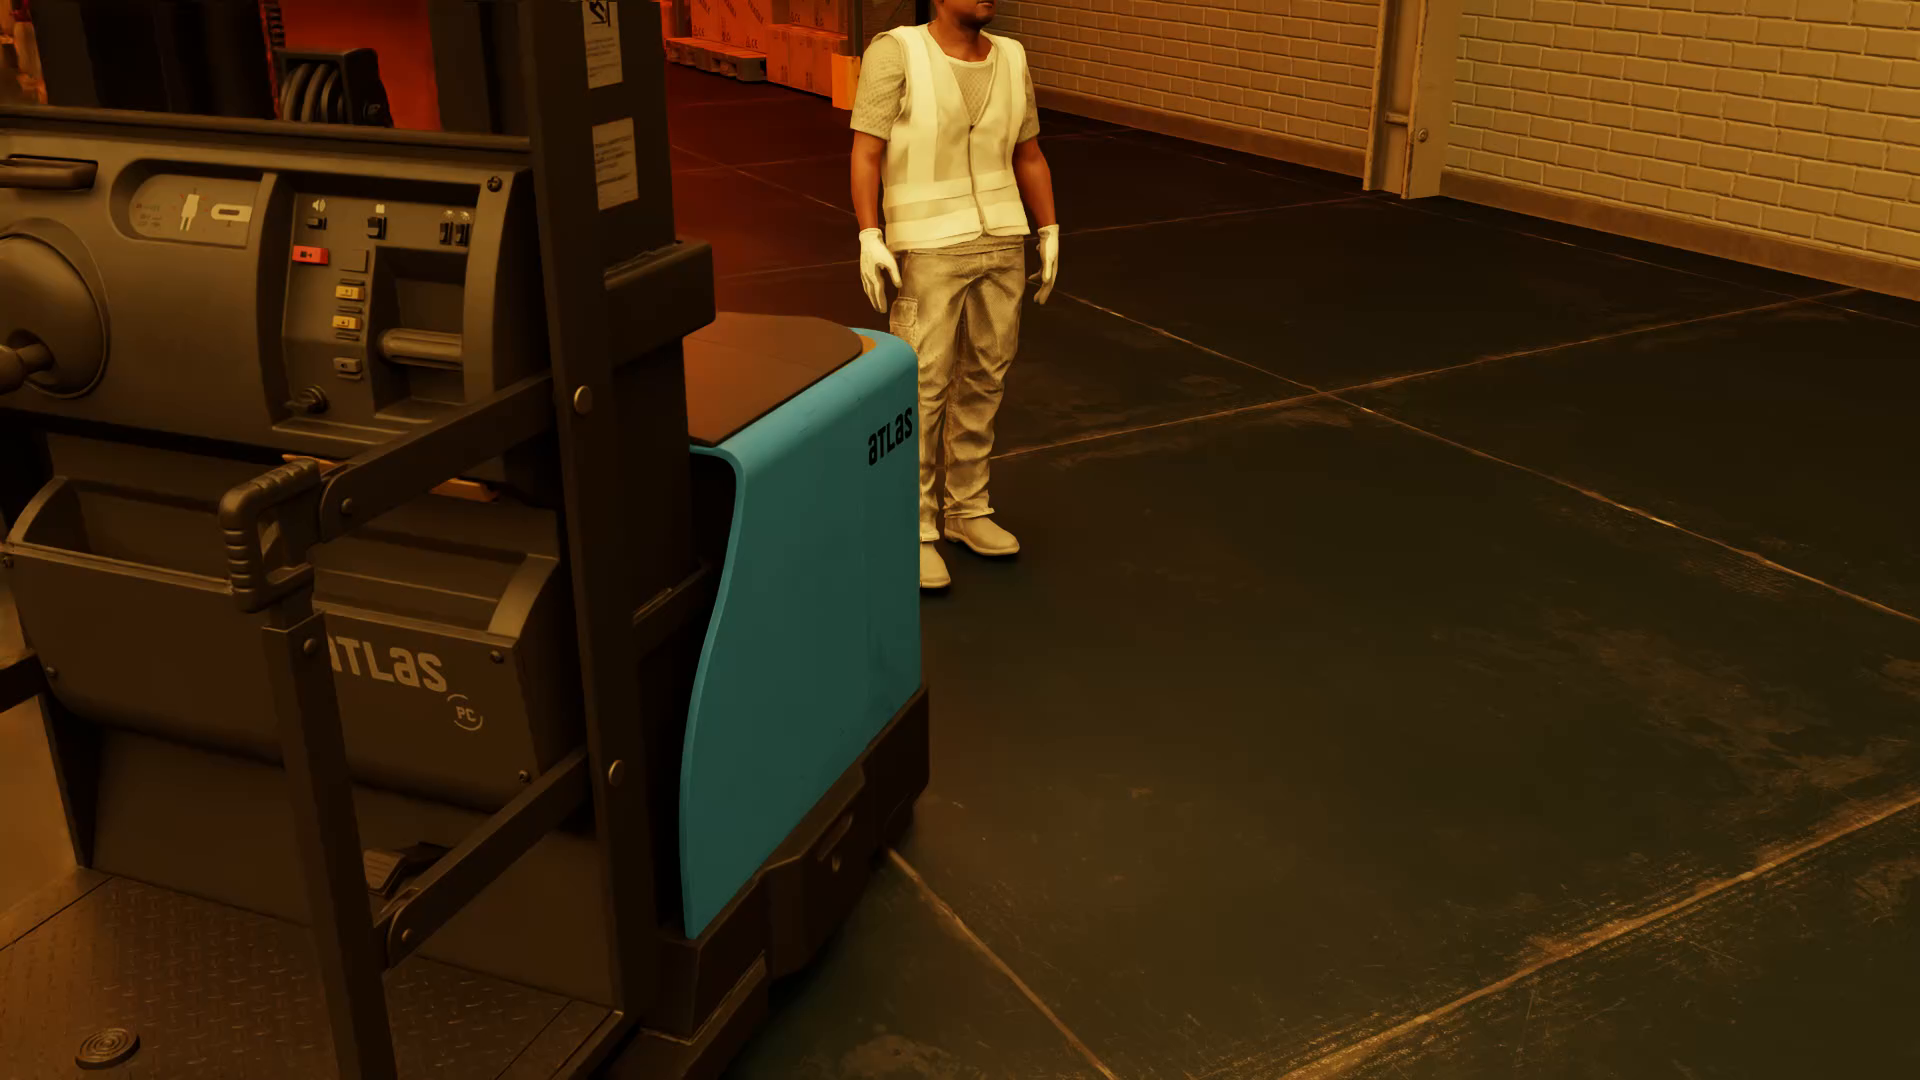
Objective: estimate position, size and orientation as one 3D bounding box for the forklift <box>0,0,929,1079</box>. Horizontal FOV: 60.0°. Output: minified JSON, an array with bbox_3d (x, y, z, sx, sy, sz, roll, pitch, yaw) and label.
[{"bbox_3d":[-1.075,-0.323,2.061,1.130,2.935,3.031,8,24,20],"label":"forklift"}]

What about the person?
[{"bbox_3d":[0.030,-0.806,4.732,0.656,1.784,0.575,-12,25,-28],"label":"person"}]
